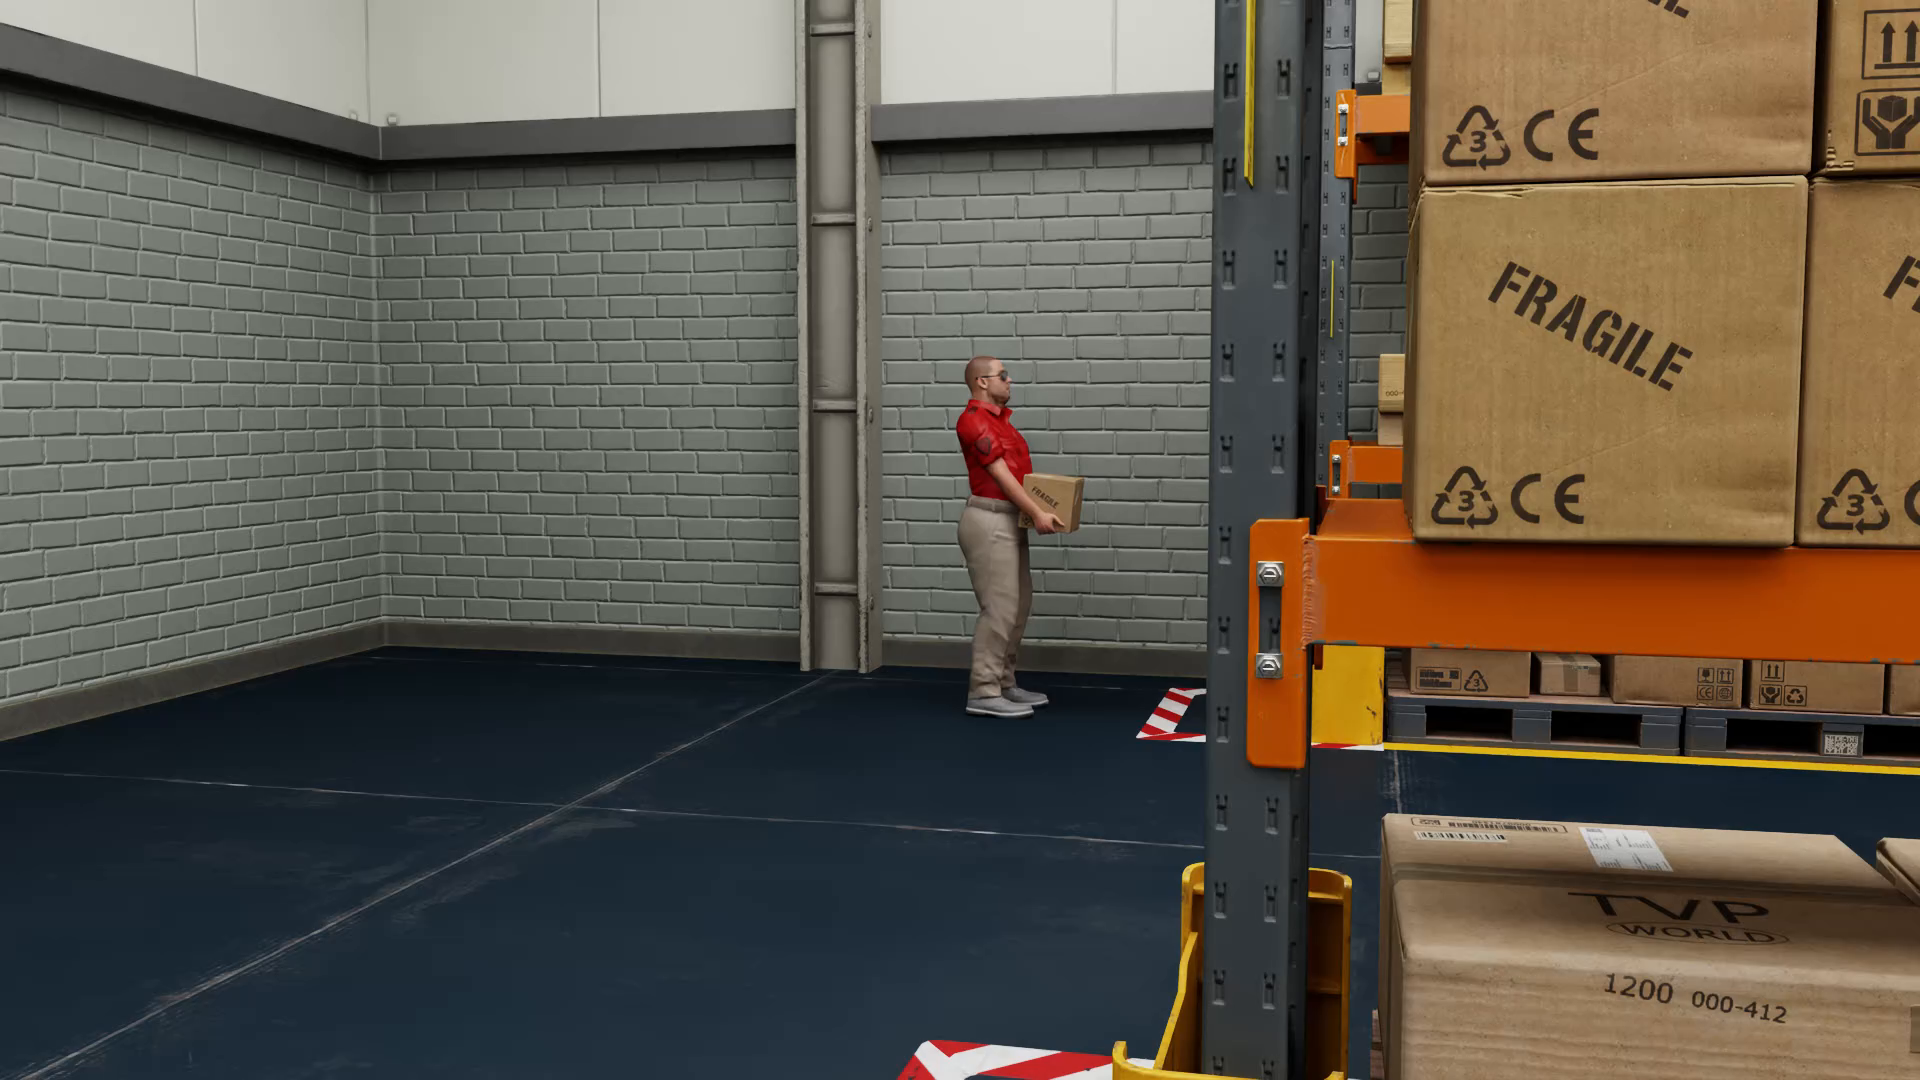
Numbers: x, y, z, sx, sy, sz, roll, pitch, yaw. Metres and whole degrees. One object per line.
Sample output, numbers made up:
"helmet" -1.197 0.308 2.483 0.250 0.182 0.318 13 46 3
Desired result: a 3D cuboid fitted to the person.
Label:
"person" 0.270 -0.027 8.008 0.530 1.712 0.493 1 5 14
